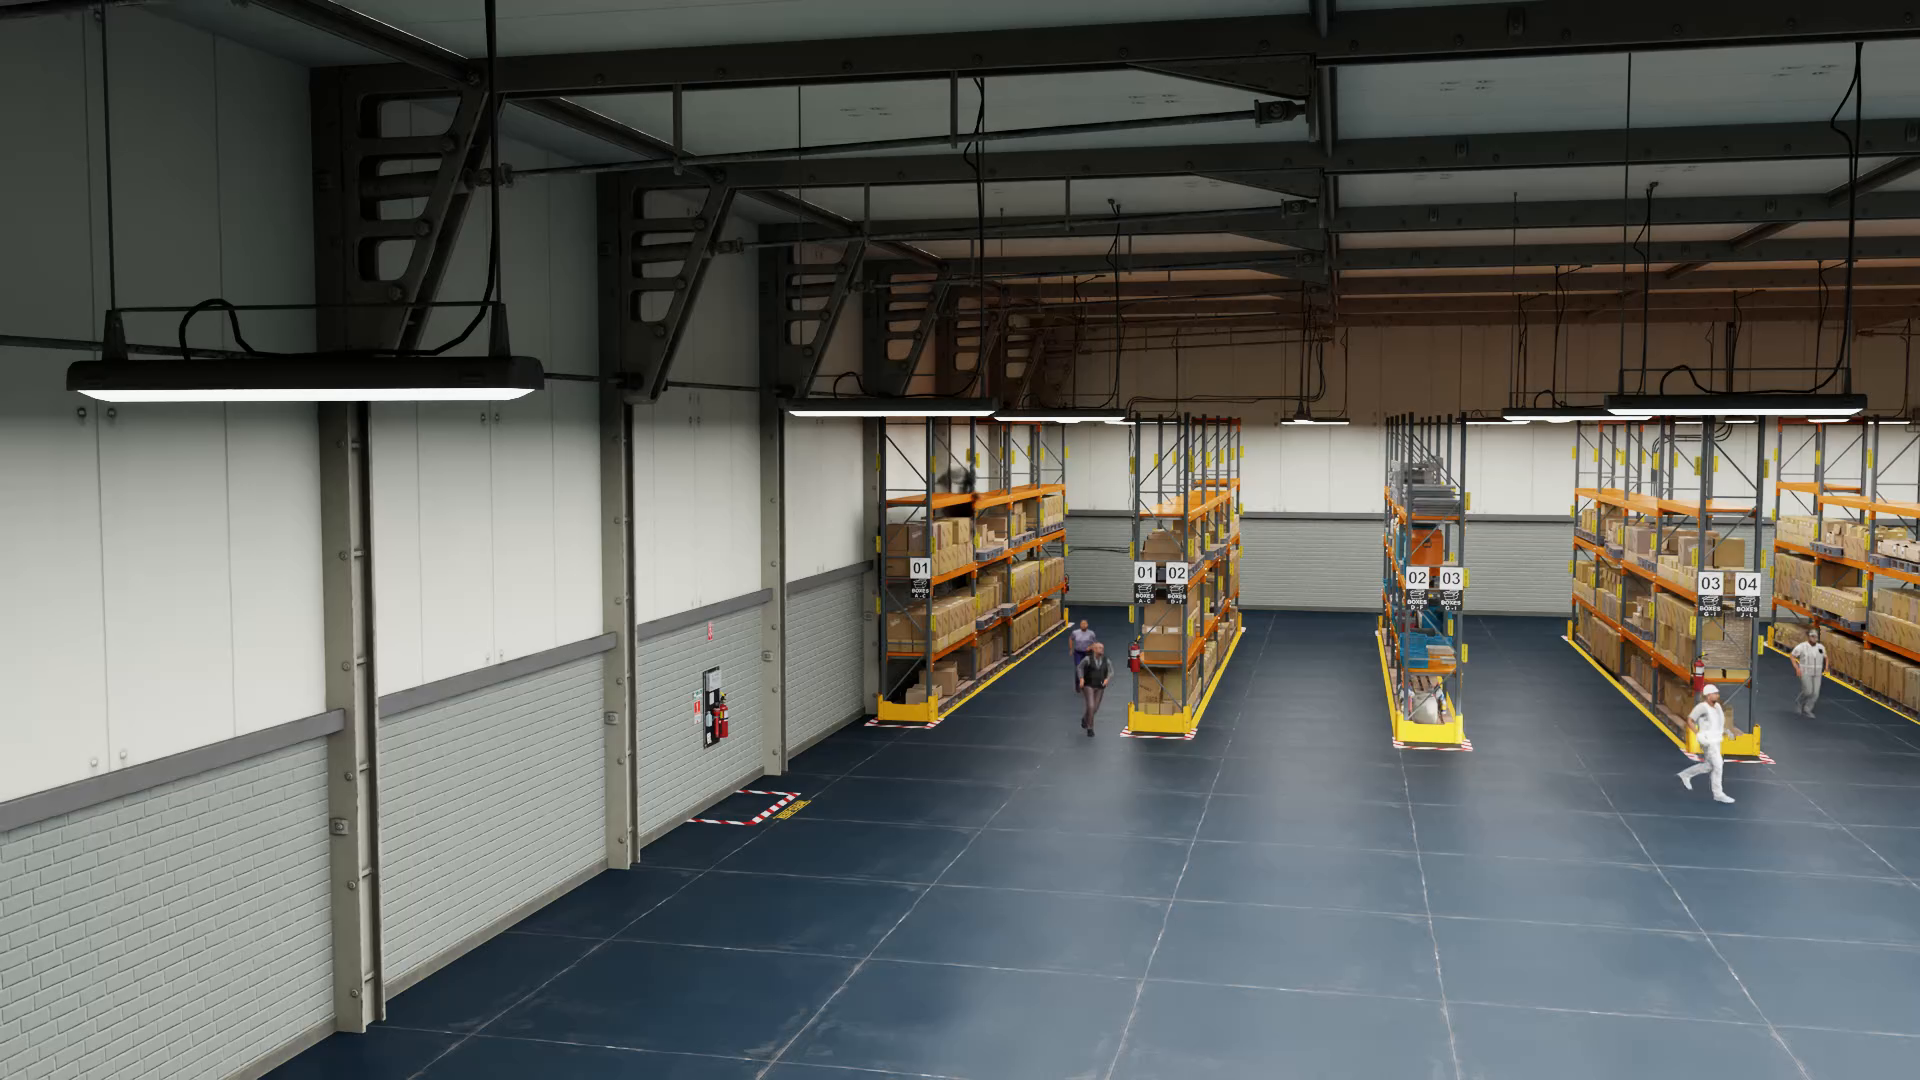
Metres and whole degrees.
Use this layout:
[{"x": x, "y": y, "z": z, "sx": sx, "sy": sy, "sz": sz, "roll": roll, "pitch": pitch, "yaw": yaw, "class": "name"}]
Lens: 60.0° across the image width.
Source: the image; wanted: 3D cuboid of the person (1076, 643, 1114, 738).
[{"x": 2.537, "y": 2.779, "z": 31.109, "sx": 0.681, "sy": 1.711, "sz": 0.793, "roll": -1, "pitch": 4, "yaw": -14, "class": "person"}]

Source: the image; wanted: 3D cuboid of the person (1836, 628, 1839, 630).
[{"x": 23.211, "y": 1.907, "z": 43.992, "sx": 0.745, "sy": 1.711, "sz": 0.840, "roll": 0, "pitch": 4, "yaw": -5, "class": "person"}]

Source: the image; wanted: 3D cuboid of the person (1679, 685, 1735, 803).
[{"x": 11.498, "y": 3.100, "z": 25.591, "sx": 0.707, "sy": 1.770, "sz": 0.918, "roll": -3, "pitch": 5, "yaw": -41, "class": "person"}]

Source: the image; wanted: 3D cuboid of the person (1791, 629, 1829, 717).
[{"x": 16.827, "y": 2.630, "z": 32.848, "sx": 0.675, "sy": 1.749, "sz": 0.594, "roll": 0, "pitch": 4, "yaw": 0, "class": "person"}]

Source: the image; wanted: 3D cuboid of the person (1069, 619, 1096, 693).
[{"x": 2.640, "y": 2.492, "z": 35.690, "sx": 0.576, "sy": 1.614, "sz": 0.721, "roll": 0, "pitch": 4, "yaw": 1, "class": "person"}]
